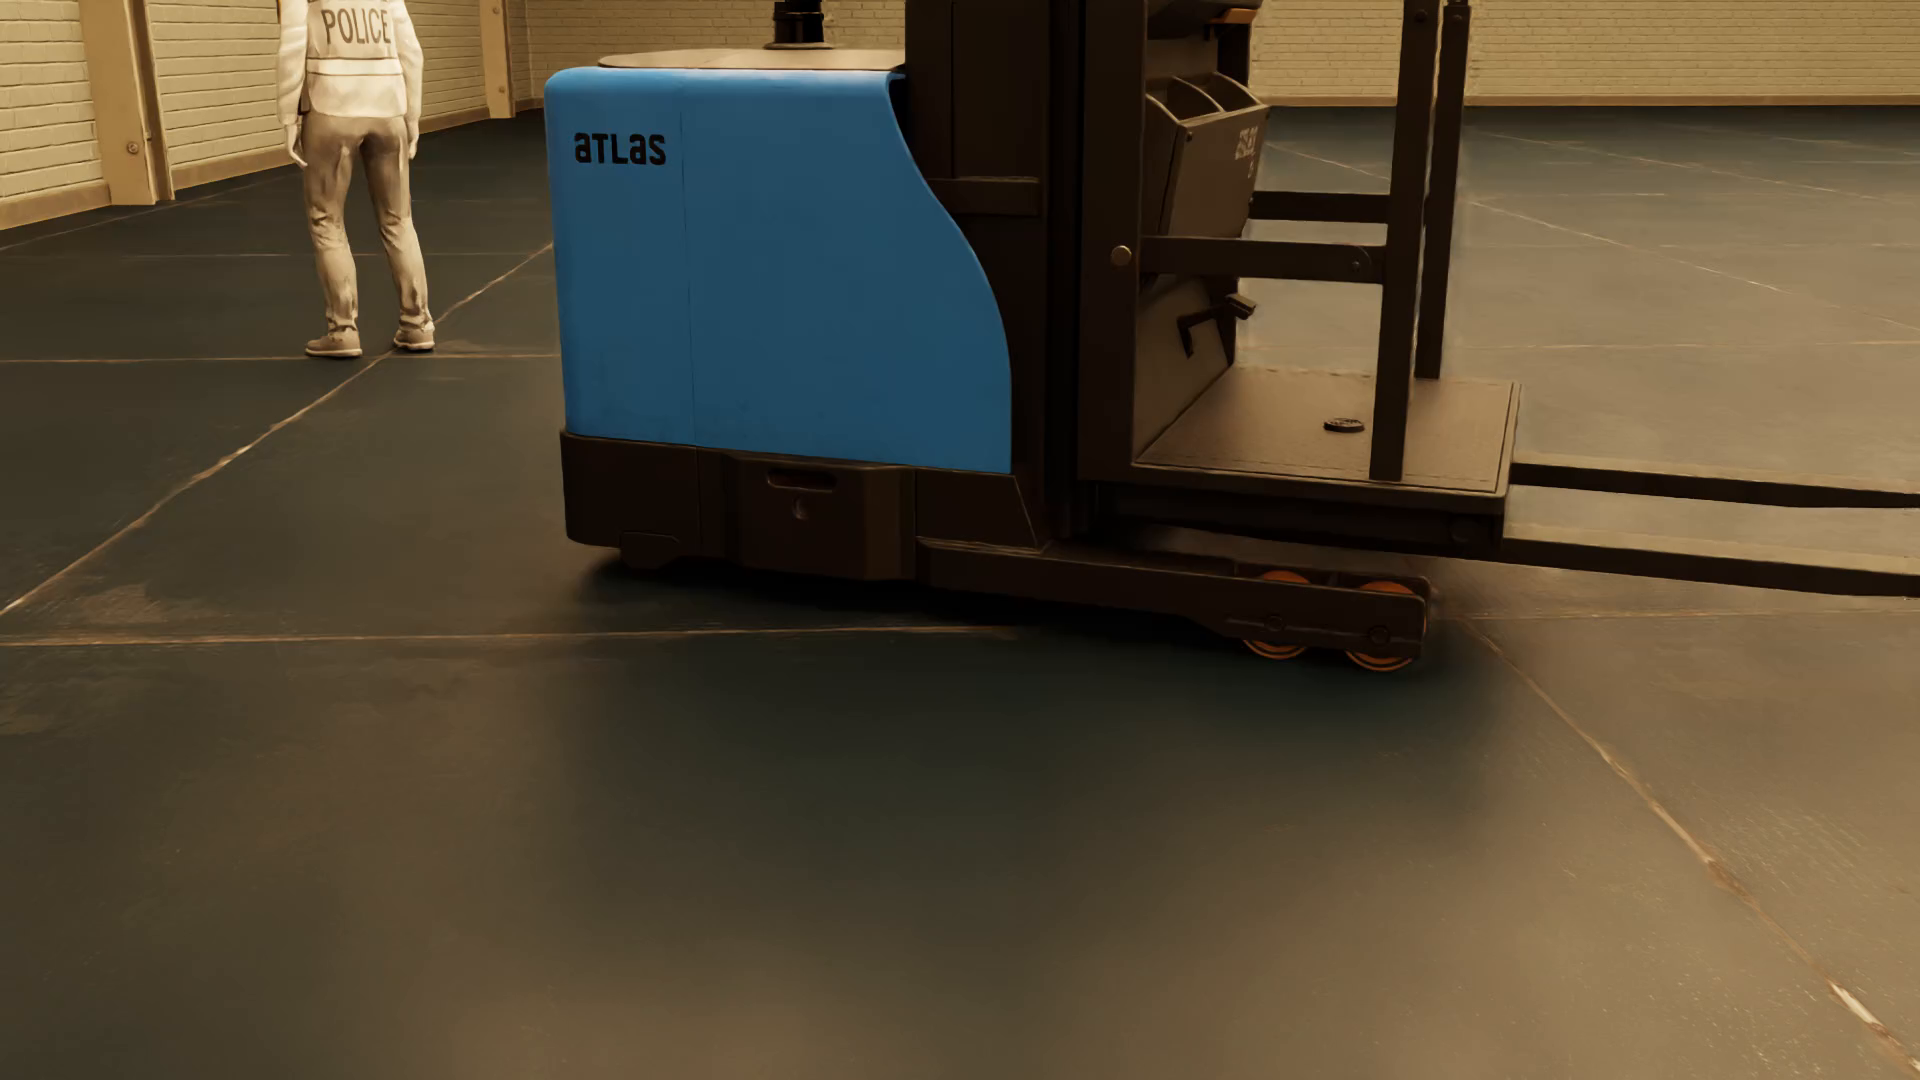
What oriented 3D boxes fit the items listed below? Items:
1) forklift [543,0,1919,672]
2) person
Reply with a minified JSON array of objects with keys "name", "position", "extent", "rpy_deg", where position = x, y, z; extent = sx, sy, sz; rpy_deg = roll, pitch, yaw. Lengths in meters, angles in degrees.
[{"name":"forklift","position":[0.694,-1.330,3.257],"extent":[3.031,2.935,1.130],"rpy_deg":[6,18,18]},{"name":"person","position":[-2.182,-1.489,5.963],"extent":[0.534,1.667,0.380],"rpy_deg":[-15,22,-40]}]
